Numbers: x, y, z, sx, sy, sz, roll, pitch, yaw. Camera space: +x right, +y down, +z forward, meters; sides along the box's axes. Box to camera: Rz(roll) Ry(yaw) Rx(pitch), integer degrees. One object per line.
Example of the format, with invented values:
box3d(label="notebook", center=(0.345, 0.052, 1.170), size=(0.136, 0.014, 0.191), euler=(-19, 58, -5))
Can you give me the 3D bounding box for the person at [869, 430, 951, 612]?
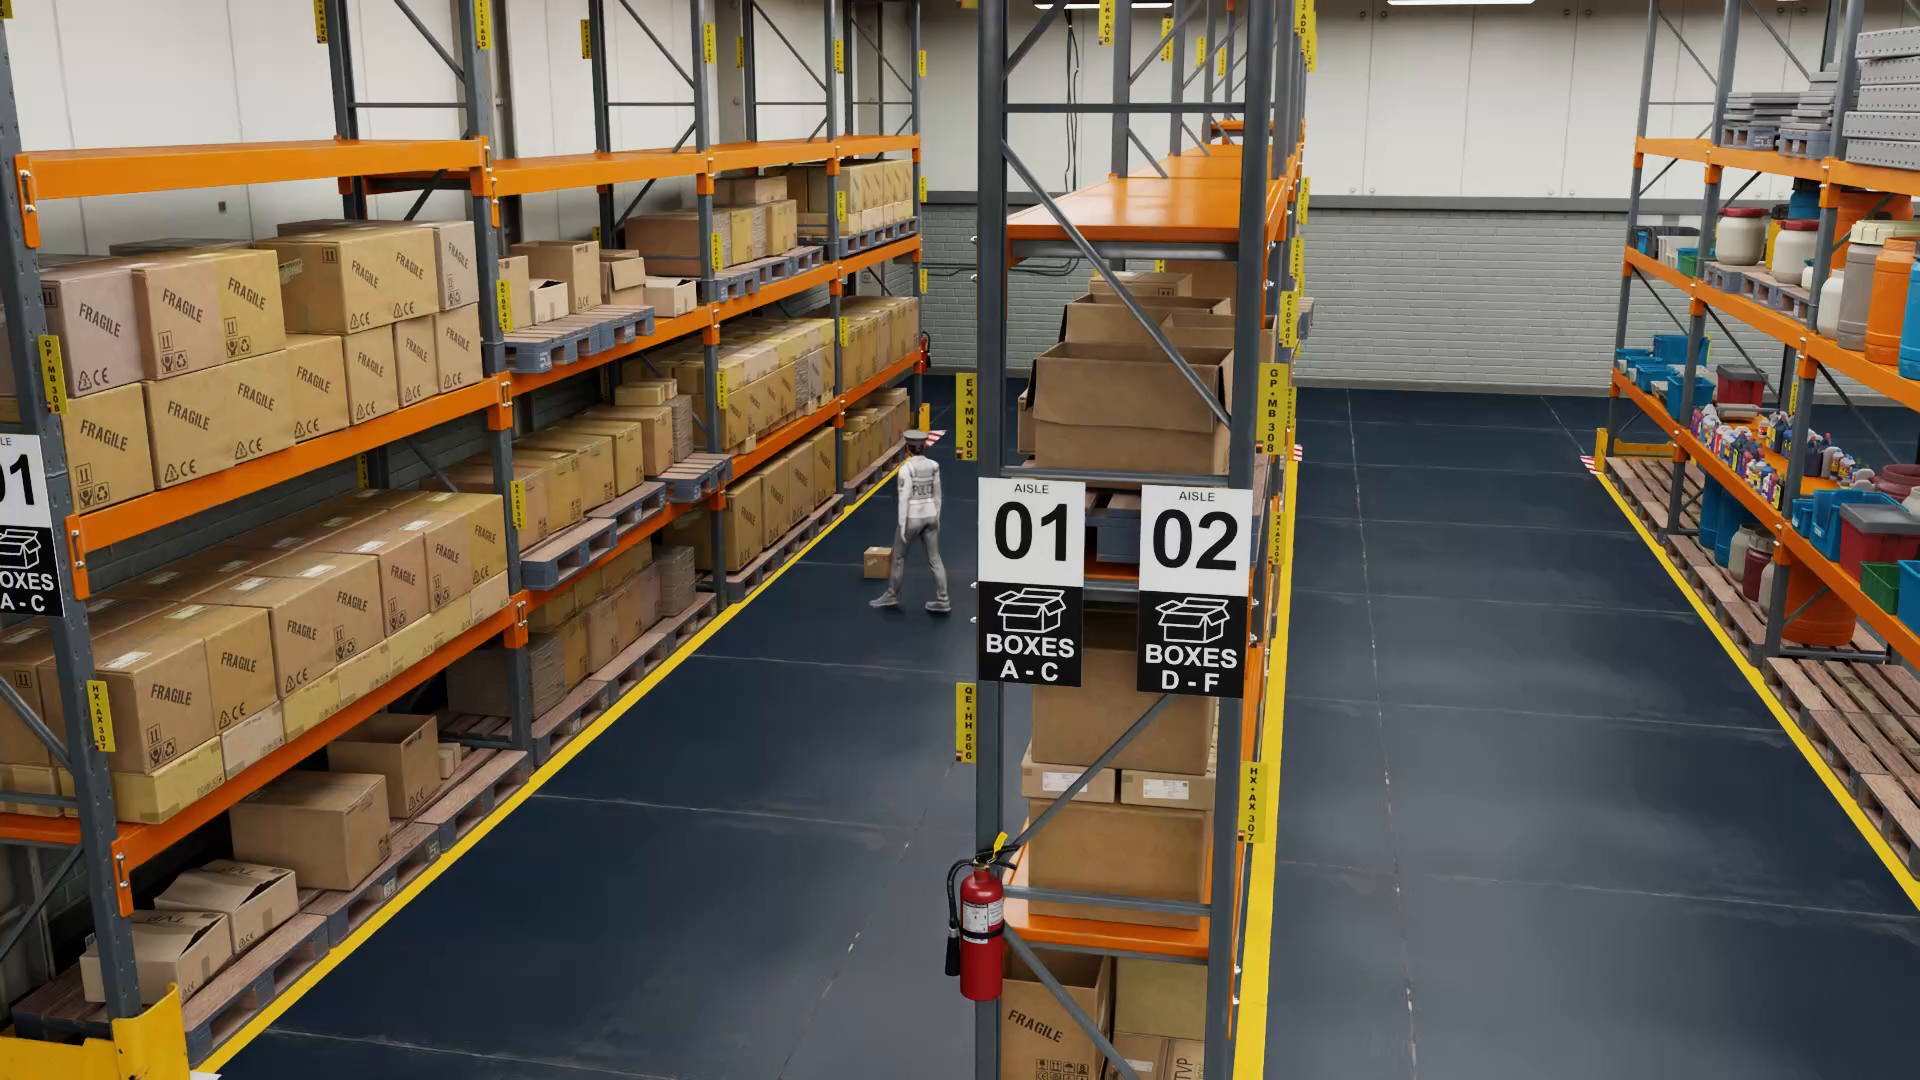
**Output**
box3d(label="person", center=(-0.402, -0.165, 15.153), size=(0.568, 1.656, 0.759), euler=(-12, 19, -38))
